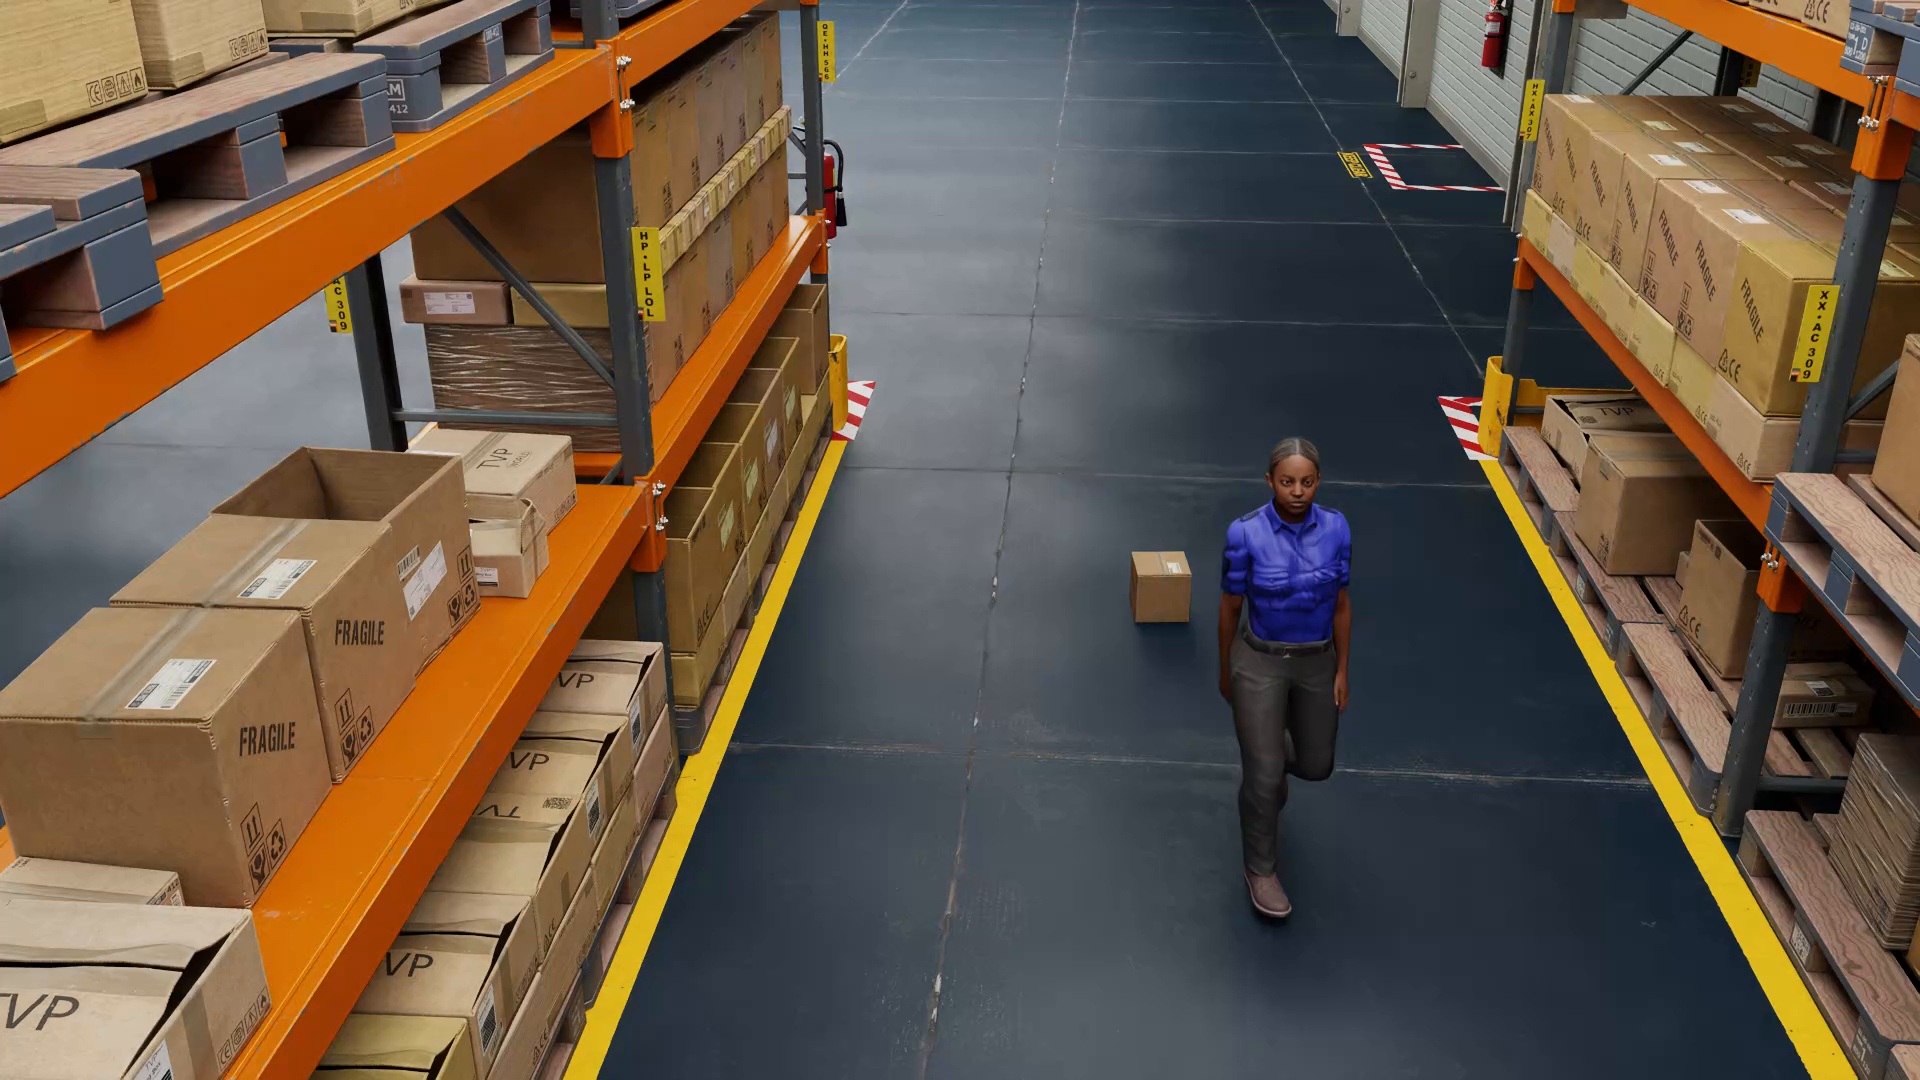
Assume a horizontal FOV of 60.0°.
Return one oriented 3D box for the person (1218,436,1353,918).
[{"bbox_3d":[1.090,0.409,5.677,0.444,1.627,0.742,-4,25,-8],"label":"person"}]
